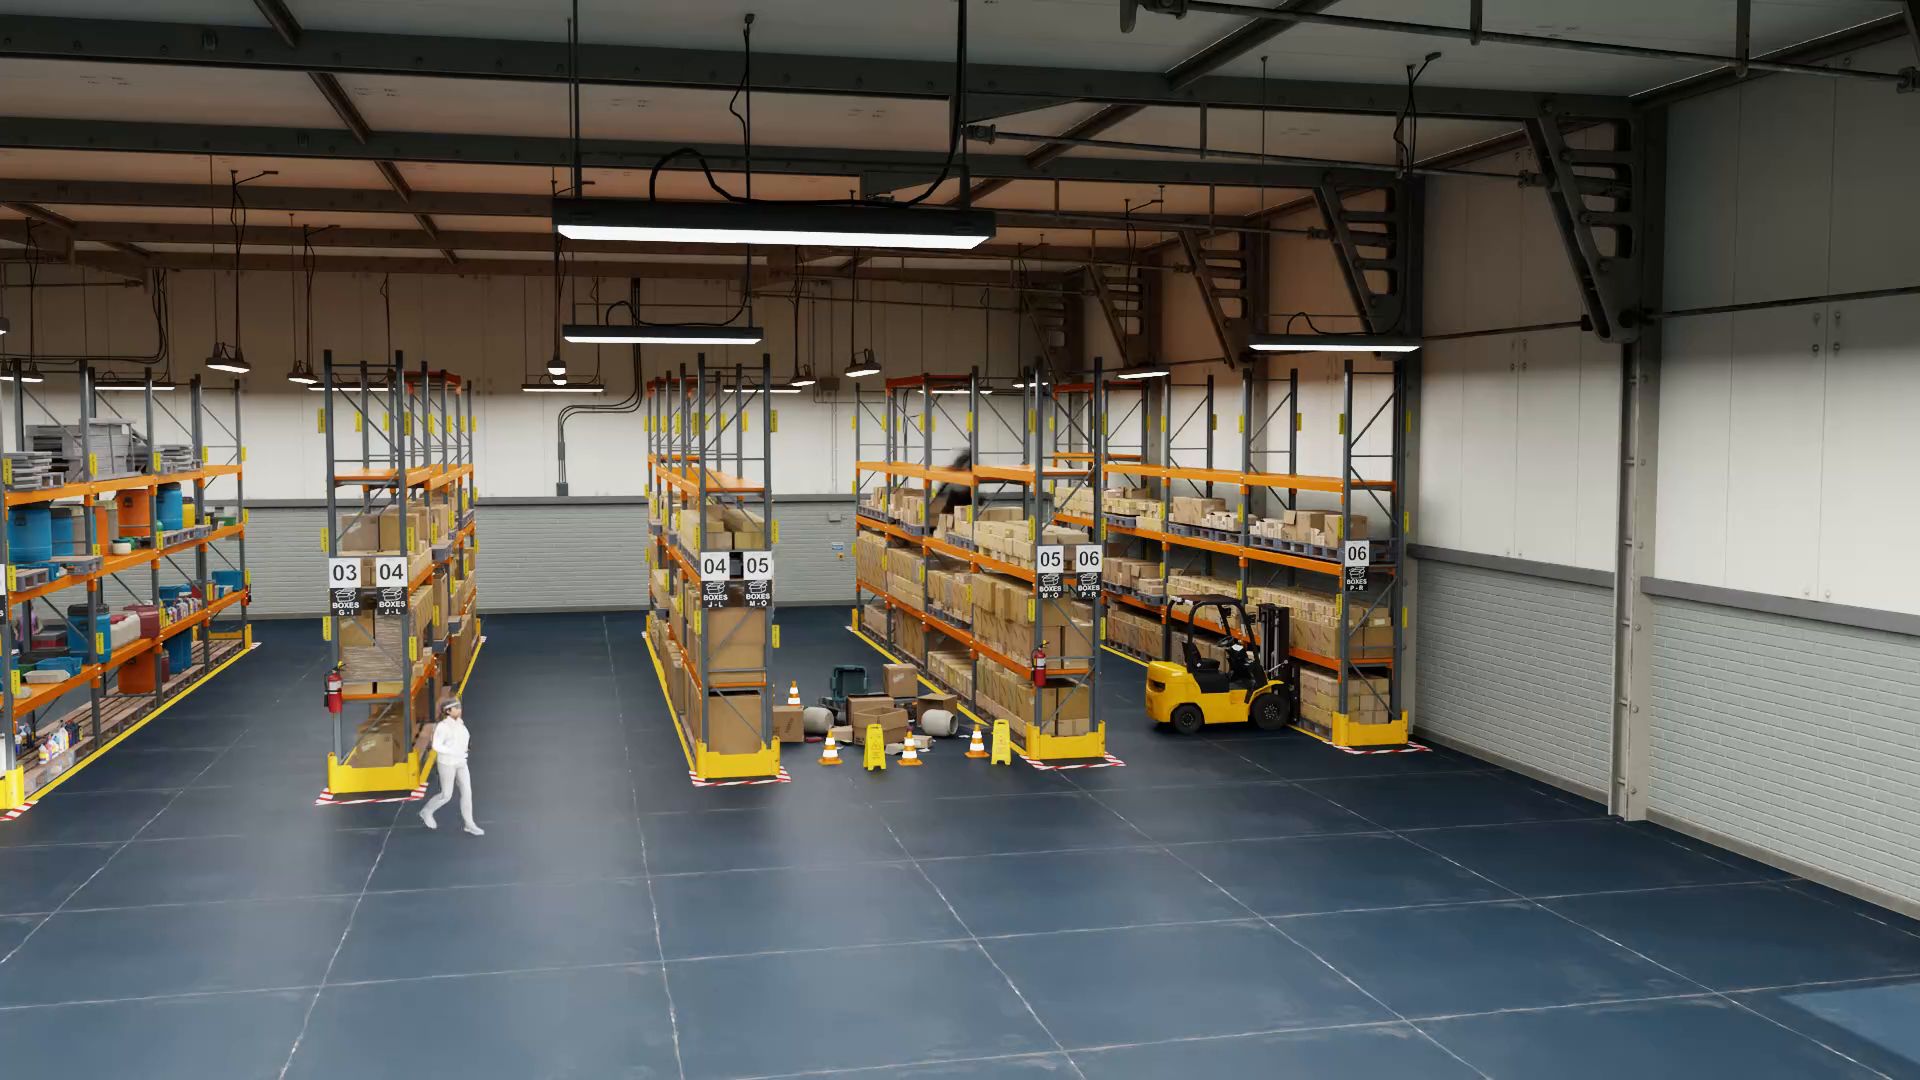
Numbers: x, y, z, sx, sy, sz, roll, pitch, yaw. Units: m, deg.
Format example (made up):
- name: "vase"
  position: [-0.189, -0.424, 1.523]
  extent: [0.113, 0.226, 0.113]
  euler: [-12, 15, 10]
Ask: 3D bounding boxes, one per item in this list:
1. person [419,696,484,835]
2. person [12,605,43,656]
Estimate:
- name: "person"
  position: [-6.209, 2.740, 20.288]
  extent: [0.871, 1.694, 0.620]
  euler: [2, 4, 24]
- name: "person"
  position: [-18.139, 1.976, 32.354]
  extent: [0.537, 1.549, 0.594]
  euler: [-2, 4, -25]
